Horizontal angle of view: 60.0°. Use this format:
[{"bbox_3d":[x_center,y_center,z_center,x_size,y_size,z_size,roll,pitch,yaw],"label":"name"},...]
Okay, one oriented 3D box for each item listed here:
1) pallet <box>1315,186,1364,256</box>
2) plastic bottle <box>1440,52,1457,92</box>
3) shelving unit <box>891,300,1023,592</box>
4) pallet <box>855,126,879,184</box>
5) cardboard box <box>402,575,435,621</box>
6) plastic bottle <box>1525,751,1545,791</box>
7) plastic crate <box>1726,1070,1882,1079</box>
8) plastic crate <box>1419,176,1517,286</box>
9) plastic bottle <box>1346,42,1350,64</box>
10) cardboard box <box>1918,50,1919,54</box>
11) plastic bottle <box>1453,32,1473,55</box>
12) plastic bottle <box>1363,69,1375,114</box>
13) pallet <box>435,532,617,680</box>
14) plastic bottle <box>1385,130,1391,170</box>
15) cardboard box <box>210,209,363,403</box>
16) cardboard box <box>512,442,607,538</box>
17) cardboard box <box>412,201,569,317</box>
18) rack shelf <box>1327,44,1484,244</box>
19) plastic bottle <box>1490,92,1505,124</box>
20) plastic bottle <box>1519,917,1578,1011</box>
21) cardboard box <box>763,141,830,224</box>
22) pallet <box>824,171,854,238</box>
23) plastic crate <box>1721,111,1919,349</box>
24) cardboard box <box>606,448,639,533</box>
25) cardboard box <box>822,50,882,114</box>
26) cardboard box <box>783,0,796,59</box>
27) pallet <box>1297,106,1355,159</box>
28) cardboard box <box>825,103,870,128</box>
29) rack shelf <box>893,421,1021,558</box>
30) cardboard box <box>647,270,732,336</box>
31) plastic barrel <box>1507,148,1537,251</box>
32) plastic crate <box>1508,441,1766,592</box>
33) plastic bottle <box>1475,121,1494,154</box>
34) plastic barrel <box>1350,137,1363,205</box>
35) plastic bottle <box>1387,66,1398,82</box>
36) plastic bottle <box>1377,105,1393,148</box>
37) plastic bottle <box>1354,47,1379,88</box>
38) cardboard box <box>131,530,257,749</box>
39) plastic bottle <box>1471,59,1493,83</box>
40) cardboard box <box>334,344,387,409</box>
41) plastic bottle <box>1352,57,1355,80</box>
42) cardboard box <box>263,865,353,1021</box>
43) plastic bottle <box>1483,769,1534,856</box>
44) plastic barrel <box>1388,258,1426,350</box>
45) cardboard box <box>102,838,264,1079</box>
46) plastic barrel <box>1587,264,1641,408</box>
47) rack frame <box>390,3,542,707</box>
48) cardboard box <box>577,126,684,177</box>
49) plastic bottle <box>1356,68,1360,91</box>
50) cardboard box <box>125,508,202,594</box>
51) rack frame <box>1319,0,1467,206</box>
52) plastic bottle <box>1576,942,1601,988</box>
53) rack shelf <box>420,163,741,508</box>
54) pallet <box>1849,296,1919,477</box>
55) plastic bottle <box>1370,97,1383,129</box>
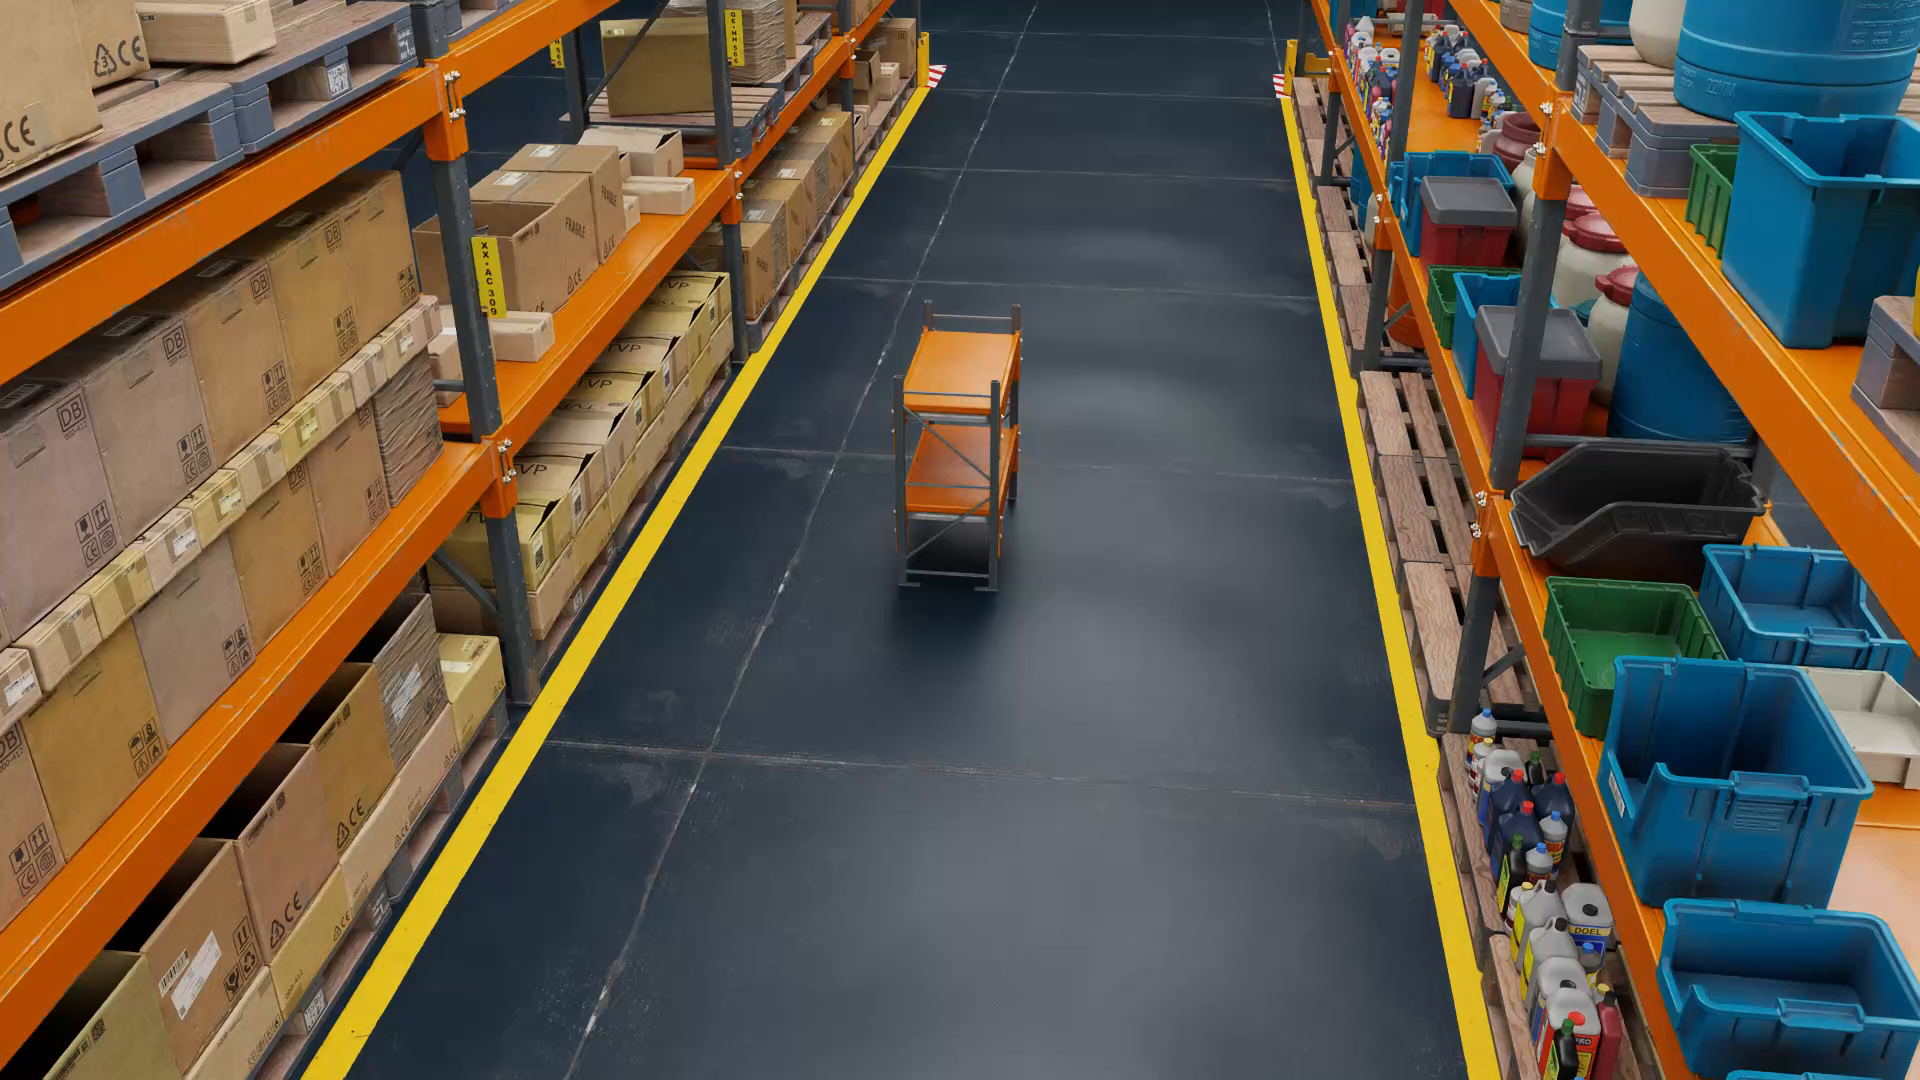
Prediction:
[{"bbox_3d":[3.373,-2.525,13.215,1.003,0.211,1.213,3,28,6],"label":"pallet"},{"bbox_3d":[3.532,-3.378,11.994,0.097,0.271,0.097,0,28,0],"label":"plastic bottle"},{"bbox_3d":[0.001,-0.498,8.489,0.538,1.125,1.048,3,28,6],"label":"shelving unit"},{"bbox_3d":[-1.322,-3.499,15.022,1.003,0.211,1.213,3,28,6],"label":"pallet"},{"bbox_3d":[-2.624,0.176,7.717,0.500,0.250,0.500,3,28,6],"label":"cardboard box"},{"bbox_3d":[2.147,0.939,6.245,0.061,0.283,0.133,3,28,6],"label":"plastic bottle"},{"bbox_3d":[1.803,1.347,3.243,0.499,0.251,0.616,3,28,6],"label":"plastic crate"},{"bbox_3d":[2.517,-1.516,8.334,0.402,0.464,0.583,3,28,6],"label":"plastic crate"},{"bbox_3d":[3.028,-3.760,12.776,0.097,0.201,0.097,0,28,0],"label":"plastic bottle"},{"bbox_3d":[8.695,-3.805,14.447,0.875,0.875,0.875,3,28,6],"label":"cardboard box"},{"bbox_3d":[3.698,-3.553,12.235,0.144,0.351,0.185,3,28,6],"label":"plastic bottle"},{"bbox_3d":[2.824,-3.082,11.432,0.061,0.283,0.133,3,28,6],"label":"plastic bottle"},{"bbox_3d":[-2.336,0.241,8.080,1.003,0.211,1.213,3,28,6],"label":"pallet"},{"bbox_3d":[2.645,-2.395,10.155,0.061,0.283,0.133,3,28,6],"label":"plastic bottle"},{"bbox_3d":[-2.496,-0.805,5.609,0.700,0.500,0.500,3,28,6],"label":"cardboard box"},{"bbox_3d":[-2.023,-0.274,7.961,0.500,0.311,0.500,3,28,6],"label":"cardboard box"},{"bbox_3d":[-2.212,-1.290,7.876,0.500,0.500,0.500,5,29,10],"label":"cardboard box"},{"bbox_3d":[3.263,-2.855,11.646,1.077,0.370,4.000,3,28,6],"label":"rack shelf"},{"bbox_3d":[3.535,-2.801,10.923,0.097,0.271,0.097,0,28,0],"label":"plastic bottle"},{"bbox_3d":[1.920,1.357,5.398,0.144,0.351,0.185,5,29,8],"label":"plastic bottle"},{"bbox_3d":[-1.314,-2.779,12.918,0.500,0.500,0.500,4,29,7],"label":"cardboard box"},{"bbox_3d":[-1.469,-2.790,13.707,1.003,0.211,1.213,3,28,6],"label":"pallet"},{"bbox_3d":[1.973,-0.694,3.729,0.392,0.384,0.575,3,28,6],"label":"plastic crate"},{"bbox_3d":[-1.967,-0.272,8.548,0.500,0.250,0.500,3,28,5],"label":"cardboard box"},{"bbox_3d":[-1.182,-4.383,15.890,0.797,0.503,0.637,3,28,6],"label":"cardboard box"},{"bbox_3d":[-1.562,-3.797,12.087,0.700,0.500,0.500,-4,29,-7],"label":"cardboard box"},{"bbox_3d":[3.707,-3.810,15.600,1.003,0.211,1.213,3,28,6],"label":"pallet"},{"bbox_3d":[-1.045,-3.942,15.428,0.380,0.166,0.250,3,28,6],"label":"cardboard box"},{"bbox_3d":[0.001,-0.283,8.605,0.538,0.278,1.000,3,28,6],"label":"rack shelf"},{"bbox_3d":[-1.717,-1.481,10.201,0.500,0.311,0.500,4,29,8],"label":"cardboard box"},{"bbox_3d":[3.104,-1.783,8.780,0.421,0.512,0.421,0,28,0],"label":"plastic barrel"},{"bbox_3d":[2.338,-0.081,5.804,0.767,0.338,0.504,3,28,6],"label":"plastic crate"},{"bbox_3d":[3.323,-2.544,10.520,0.097,0.201,0.097,0,28,0],"label":"plastic bottle"},{"bbox_3d":[3.425,-3.120,13.148,0.600,0.901,0.708,3,28,6],"label":"plastic barrel"},{"bbox_3d":[3.010,-3.163,11.594,0.097,0.271,0.097,0,28,0],"label":"plastic bottle"},{"bbox_3d":[2.729,-2.643,10.629,0.097,0.271,0.097,0,28,0],"label":"plastic bottle"},{"bbox_3d":[2.960,-3.427,12.080,0.152,0.276,0.135,3,28,6],"label":"plastic bottle"},{"bbox_3d":[-2.621,0.253,5.011,0.700,0.500,0.500,4,29,8],"label":"cardboard box"},{"bbox_3d":[3.586,-3.122,11.434,0.144,0.351,0.185,3,28,6],"label":"plastic bottle"},{"bbox_3d":[-2.270,-0.587,5.887,0.380,0.149,0.250,3,28,5],"label":"cardboard box"},{"bbox_3d":[2.964,-3.514,12.319,0.097,0.201,0.097,0,28,0],"label":"plastic bottle"},{"bbox_3d":[-2.405,1.326,5.583,0.500,0.250,0.500,3,28,6],"label":"cardboard box"},{"bbox_3d":[2.018,0.980,6.096,0.144,0.351,0.185,4,29,8],"label":"plastic bottle"},{"bbox_3d":[3.061,-1.691,10.572,0.600,0.830,0.708,3,28,6],"label":"plastic barrel"},{"bbox_3d":[-2.483,1.230,4.970,0.500,0.500,0.500,3,28,6],"label":"cardboard box"},{"bbox_3d":[2.863,-0.845,7.013,0.433,0.535,0.433,0,28,0],"label":"plastic barrel"},{"bbox_3d":[-2.387,-0.637,6.771,1.000,3.000,0.127,3,28,6],"label":"rack frame"},{"bbox_3d":[-1.985,-2.312,9.974,0.500,0.311,0.500,5,29,9],"label":"cardboard box"},{"bbox_3d":[2.919,-3.342,11.999,0.097,0.201,0.097,0,28,0],"label":"plastic bottle"},{"bbox_3d":[-2.426,0.020,4.761,0.380,0.149,0.250,4,29,7],"label":"cardboard box"},{"bbox_3d":[3.509,-4.114,13.223,1.000,3.000,0.127,3,28,6],"label":"rack frame"},{"bbox_3d":[2.045,1.409,5.458,0.097,0.201,0.097,0,28,0],"label":"plastic bottle"},{"bbox_3d":[-2.142,-1.262,8.689,1.077,0.370,4.000,3,28,6],"label":"rack shelf"},{"bbox_3d":[2.237,-0.086,2.784,1.003,0.211,1.213,3,28,6],"label":"pallet"},{"bbox_3d":[2.789,-2.841,11.070,0.097,0.201,0.097,0,28,0],"label":"plastic bottle"}]
